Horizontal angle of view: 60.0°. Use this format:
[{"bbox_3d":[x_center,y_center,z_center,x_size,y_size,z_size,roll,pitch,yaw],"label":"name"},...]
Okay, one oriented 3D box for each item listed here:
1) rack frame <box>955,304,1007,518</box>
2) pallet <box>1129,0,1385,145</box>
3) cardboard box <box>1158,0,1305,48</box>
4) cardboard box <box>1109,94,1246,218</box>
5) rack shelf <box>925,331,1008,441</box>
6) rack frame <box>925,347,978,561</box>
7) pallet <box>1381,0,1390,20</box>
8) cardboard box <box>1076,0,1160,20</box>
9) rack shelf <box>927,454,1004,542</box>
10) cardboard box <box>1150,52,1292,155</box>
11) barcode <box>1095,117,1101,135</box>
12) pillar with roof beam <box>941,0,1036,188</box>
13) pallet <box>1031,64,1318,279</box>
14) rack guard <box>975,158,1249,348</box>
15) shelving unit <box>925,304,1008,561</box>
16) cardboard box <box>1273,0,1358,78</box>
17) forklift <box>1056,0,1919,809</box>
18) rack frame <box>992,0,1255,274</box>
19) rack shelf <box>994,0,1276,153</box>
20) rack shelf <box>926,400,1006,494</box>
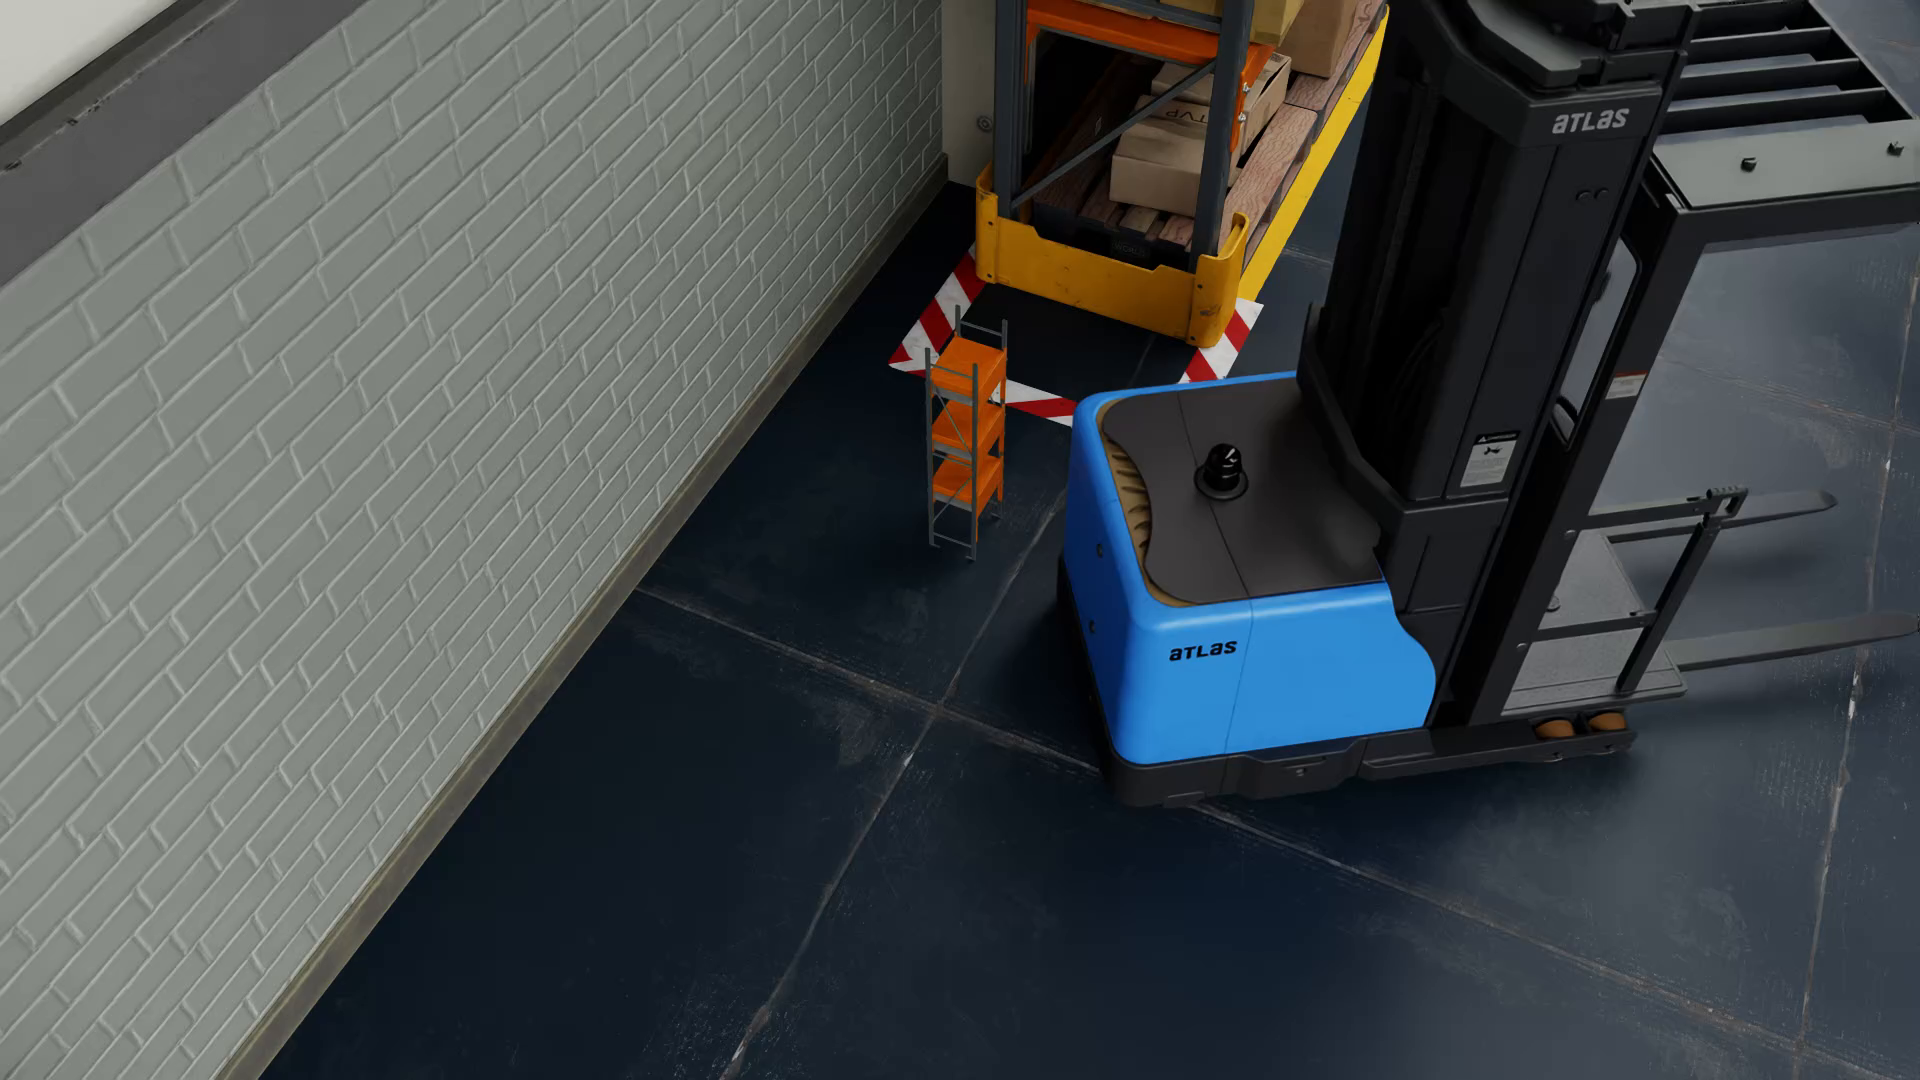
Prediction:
[{"bbox_3d":[0.075,-0.461,6.268,0.200,1.050,0.008,20,52,16],"label":"rack frame"},{"bbox_3d":[1.551,-2.585,8.626,1.003,0.211,1.213,20,52,16],"label":"pallet"},{"bbox_3d":[1.112,-2.242,6.588,0.500,0.250,0.500,18,52,15],"label":"cardboard box"},{"bbox_3d":[0.994,-1.770,7.578,0.500,0.311,0.500,14,51,12],"label":"cardboard box"},{"bbox_3d":[0.023,-0.554,5.989,0.215,0.259,0.240,20,52,16],"label":"rack shelf"},{"bbox_3d":[-0.029,-0.293,6.125,0.200,1.050,0.008,20,52,16],"label":"rack frame"},{"bbox_3d":[2.070,-3.428,9.343,1.003,0.211,1.213,20,52,16],"label":"pallet"},{"bbox_3d":[0.641,-2.394,6.718,0.500,0.250,0.500,20,53,17],"label":"cardboard box"},{"bbox_3d":[0.023,-0.190,6.416,0.215,0.259,0.240,20,52,16],"label":"rack shelf"},{"bbox_3d":[1.237,-2.162,7.912,0.500,0.311,0.500,24,54,19],"label":"cardboard box"},{"bbox_3d":[0.640,-1.915,7.696,0.001,0.075,0.075,20,52,16],"label":"barcode"},{"bbox_3d":[4.026,-3.358,3.514,9.100,9.000,0.400,20,52,16],"label":"pillar with roof beam"},{"bbox_3d":[1.028,-1.748,7.914,1.003,0.211,1.213,20,52,16],"label":"pallet"},{"bbox_3d":[0.649,-1.293,7.337,1.175,0.500,0.348,20,52,16],"label":"rack guard"},{"bbox_3d":[0.023,-0.377,6.197,0.215,1.050,0.252,20,52,16],"label":"shelving unit"},{"bbox_3d":[1.596,-2.712,8.256,0.700,0.500,0.500,17,52,14],"label":"cardboard box"},{"bbox_3d":[1.929,-0.557,5.114,3.031,2.935,1.130,-7,50,-6],"label":"forklift"},{"bbox_3d":[0.617,-2.051,6.341,1.000,3.000,0.127,20,52,16],"label":"rack frame"},{"bbox_3d":[1.471,-3.195,7.787,1.077,0.370,4.000,20,52,16],"label":"rack shelf"},{"bbox_3d":[0.023,-0.370,6.205,0.215,0.259,0.240,20,52,16],"label":"rack shelf"}]
